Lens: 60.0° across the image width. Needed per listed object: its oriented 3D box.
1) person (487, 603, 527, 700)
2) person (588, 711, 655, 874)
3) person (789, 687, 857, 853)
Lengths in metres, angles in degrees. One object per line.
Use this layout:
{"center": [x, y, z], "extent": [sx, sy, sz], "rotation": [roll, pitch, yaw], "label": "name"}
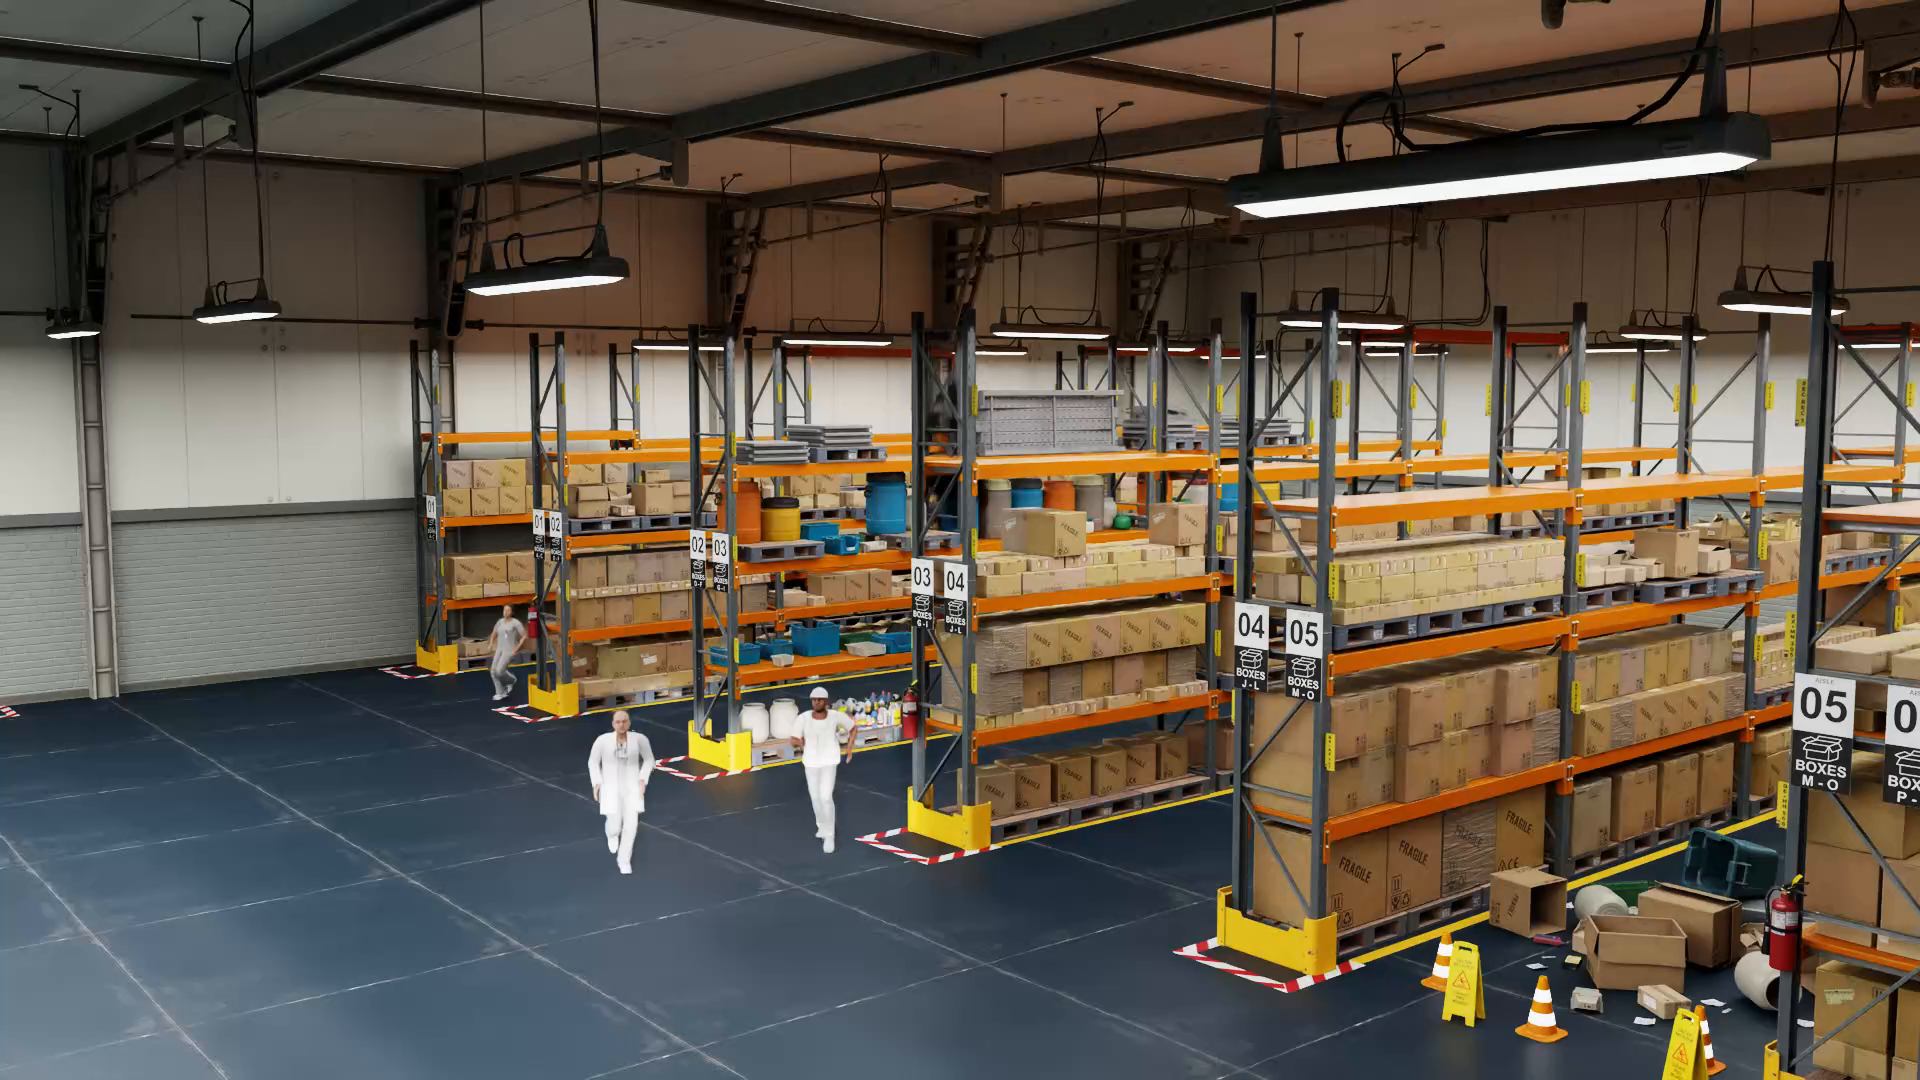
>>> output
{"center": [-7.472, 1.842, 27.392], "extent": [0.619, 1.626, 0.533], "rotation": [2, 6, 25], "label": "person"}
{"center": [-3.623, 2.663, 17.825], "extent": [0.695, 1.727, 0.672], "rotation": [-1, 5, -14], "label": "person"}
{"center": [-1.567, 2.553, 18.693], "extent": [0.717, 1.818, 0.722], "rotation": [1, 5, 12], "label": "person"}
